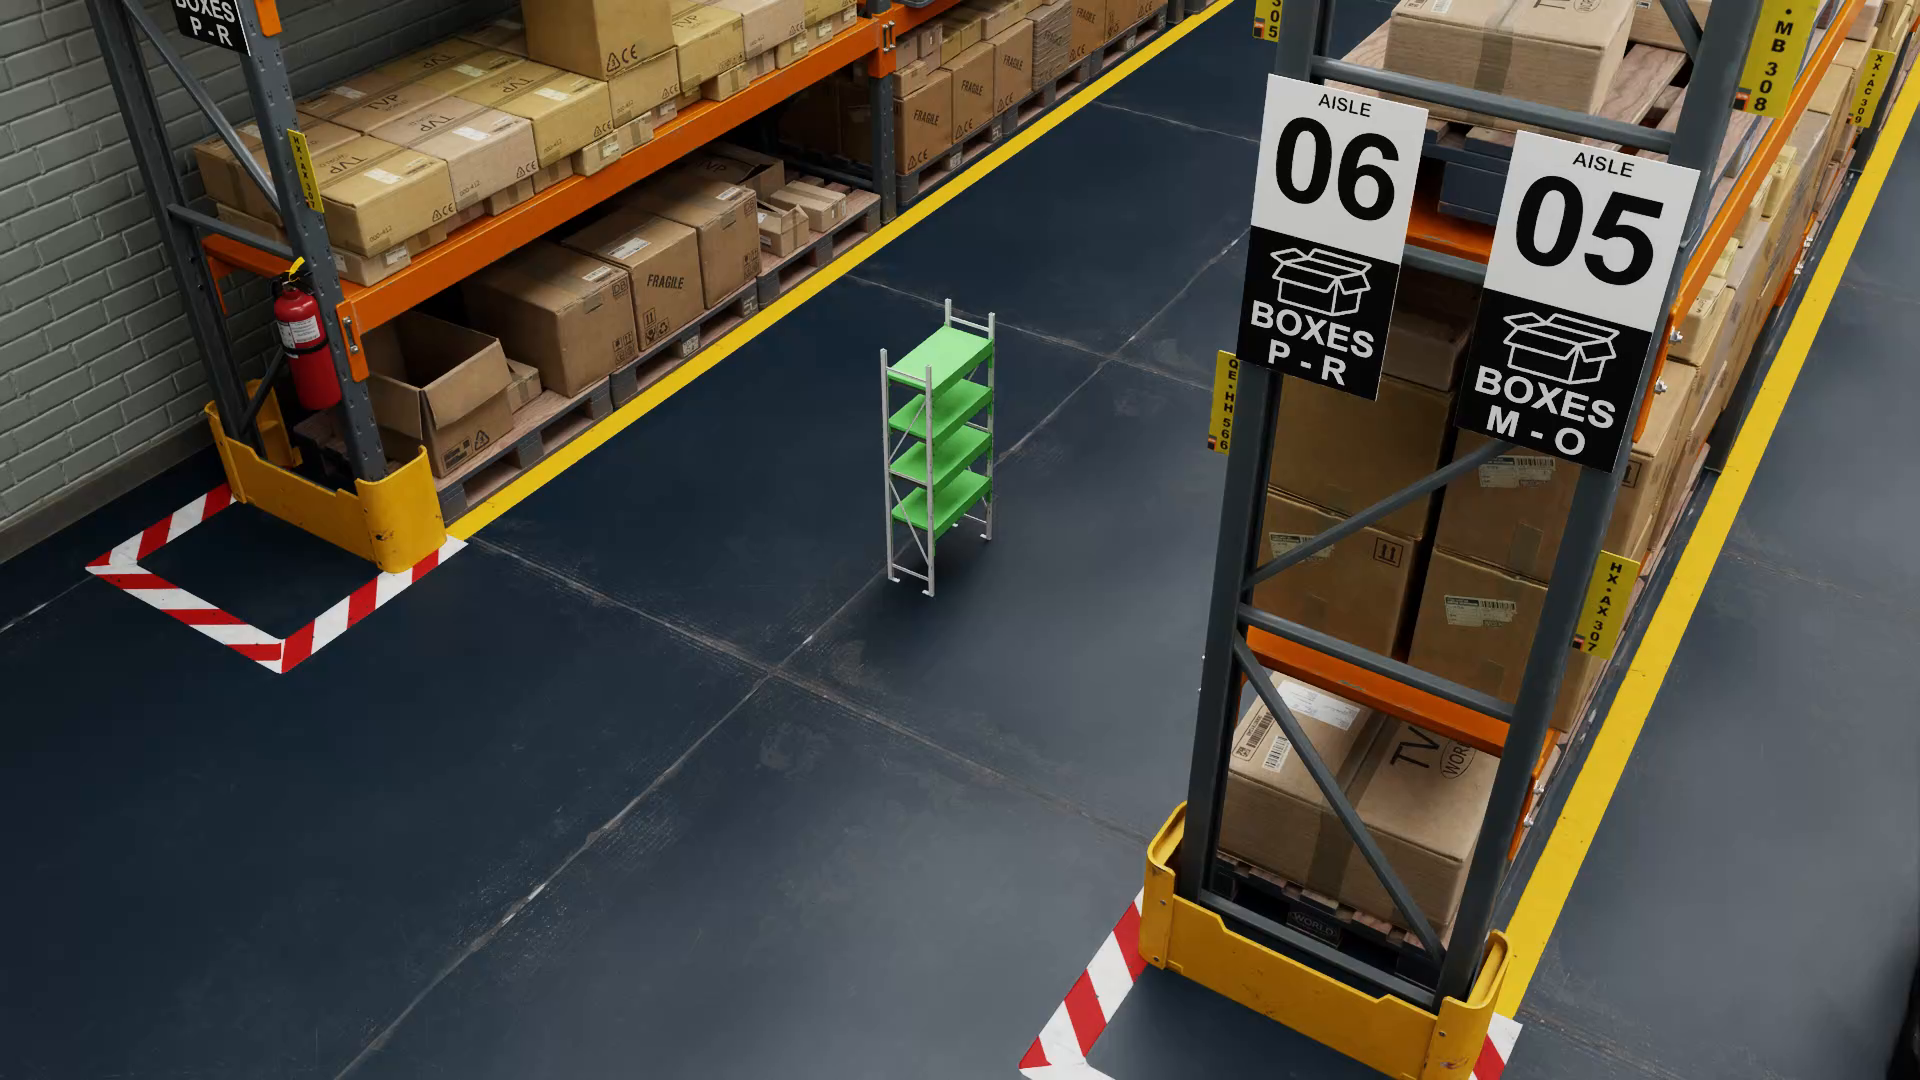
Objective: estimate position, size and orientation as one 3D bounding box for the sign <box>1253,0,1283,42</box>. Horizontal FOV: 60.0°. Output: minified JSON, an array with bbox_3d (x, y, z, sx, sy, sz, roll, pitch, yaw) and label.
[{"bbox_3d":[0.751,-1.331,3.902,0.100,0.325,0.005,21,42,25],"label":"sign"}]

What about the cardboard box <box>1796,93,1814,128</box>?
[{"bbox_3d":[2.850,-1.628,5.972,0.380,0.149,0.250,21,42,25],"label":"cardboard box"}]

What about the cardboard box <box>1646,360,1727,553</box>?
[{"bbox_3d":[2.237,-0.358,5.676,0.500,0.500,0.500,21,42,25],"label":"cardboard box"}]

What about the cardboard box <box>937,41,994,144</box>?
[{"bbox_3d":[-0.122,-2.952,10.826,0.500,0.500,0.500,21,42,25],"label":"cardboard box"}]

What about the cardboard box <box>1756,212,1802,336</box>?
[{"bbox_3d":[3.041,-1.151,6.704,0.500,0.500,0.500,20,42,24],"label":"cardboard box"}]

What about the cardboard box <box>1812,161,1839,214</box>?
[{"bbox_3d":[3.803,-1.782,7.728,0.500,0.250,0.500,20,42,24],"label":"cardboard box"}]

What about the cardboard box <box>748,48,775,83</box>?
[{"bbox_3d":[-1.209,-2.567,8.828,0.380,0.149,0.250,22,43,26],"label":"cardboard box"}]

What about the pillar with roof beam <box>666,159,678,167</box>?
[{"bbox_3d":[1.653,-4.226,5.862,9.100,9.000,0.400,21,42,25],"label":"pillar with roof beam"}]

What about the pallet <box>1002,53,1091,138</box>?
[{"bbox_3d":[0.208,-3.281,11.834,1.003,0.211,1.213,21,42,25],"label":"pallet"}]

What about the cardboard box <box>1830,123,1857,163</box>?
[{"bbox_3d":[3.819,-1.974,7.567,0.500,0.250,0.500,20,42,24],"label":"cardboard box"}]

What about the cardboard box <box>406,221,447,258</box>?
[{"bbox_3d":[-2.486,-1.387,7.298,0.380,0.149,0.250,22,43,26],"label":"cardboard box"}]

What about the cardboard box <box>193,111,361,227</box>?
[{"bbox_3d":[-2.969,-1.643,7.303,0.500,0.250,0.500,22,43,26],"label":"cardboard box"}]

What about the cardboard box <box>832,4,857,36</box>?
[{"bbox_3d":[-0.806,-2.976,9.359,0.380,0.149,0.250,22,43,26],"label":"cardboard box"}]

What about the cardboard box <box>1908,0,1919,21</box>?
[{"bbox_3d":[4.914,-3.033,8.940,0.500,0.250,0.500,20,42,24],"label":"cardboard box"}]

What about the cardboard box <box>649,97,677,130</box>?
[{"bbox_3d":[-1.648,-2.186,8.335,0.380,0.149,0.250,21,42,25],"label":"cardboard box"}]

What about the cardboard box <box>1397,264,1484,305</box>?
[{"bbox_3d":[1.341,-0.721,4.796,0.380,0.149,0.250,22,43,26],"label":"cardboard box"}]

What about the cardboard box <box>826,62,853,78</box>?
[{"bbox_3d":[-0.895,-3.040,10.409,0.380,0.149,0.250,19,42,23],"label":"cardboard box"}]

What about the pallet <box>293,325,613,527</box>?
[{"bbox_3d":[-2.524,-0.606,8.364,1.003,0.211,1.213,21,42,25],"label":"pallet"}]

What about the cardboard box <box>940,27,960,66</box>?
[{"bbox_3d":[-0.221,-3.158,10.562,0.380,0.149,0.250,19,42,23],"label":"cardboard box"}]

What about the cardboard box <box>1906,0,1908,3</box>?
[{"bbox_3d":[4.615,-3.067,8.371,0.500,0.500,0.500,20,42,24],"label":"cardboard box"}]

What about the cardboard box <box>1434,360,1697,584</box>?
[{"bbox_3d":[1.700,-0.229,4.689,0.500,0.500,0.500,20,42,24],"label":"cardboard box"}]

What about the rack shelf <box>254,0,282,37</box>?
[{"bbox_3d":[-1.920,-3.195,7.570,1.077,0.370,4.000,21,42,25],"label":"rack shelf"}]

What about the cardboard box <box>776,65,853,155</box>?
[{"bbox_3d":[-0.835,-2.849,10.692,0.500,0.500,0.500,21,42,25],"label":"cardboard box"}]

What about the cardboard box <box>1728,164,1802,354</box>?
[{"bbox_3d":[2.506,-1.023,5.719,0.500,0.500,0.500,21,42,25],"label":"cardboard box"}]

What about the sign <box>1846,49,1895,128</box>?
[{"bbox_3d":[3.814,-1.894,6.977,0.100,0.325,0.005,21,42,25],"label":"sign"}]

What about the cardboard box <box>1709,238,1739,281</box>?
[{"bbox_3d":[2.068,-0.820,4.925,0.380,0.149,0.250,20,42,24],"label":"cardboard box"}]

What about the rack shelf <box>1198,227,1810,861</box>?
[{"bbox_3d":[2.273,-0.385,6.382,1.077,0.370,4.000,21,42,25],"label":"rack shelf"}]

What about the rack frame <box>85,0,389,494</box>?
[{"bbox_3d":[-2.991,-1.260,6.928,1.000,3.000,0.127,21,42,25],"label":"rack frame"}]

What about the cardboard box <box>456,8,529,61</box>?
[{"bbox_3d":[-2.142,-2.431,8.326,0.500,0.250,0.500,21,42,25],"label":"cardboard box"}]

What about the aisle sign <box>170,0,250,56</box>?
[{"bbox_3d":[-2.780,-2.159,5.964,0.394,0.787,0.004,21,42,25],"label":"aisle sign"}]

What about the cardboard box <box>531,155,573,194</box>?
[{"bbox_3d":[-2.050,-1.783,7.812,0.380,0.149,0.250,22,43,26],"label":"cardboard box"}]

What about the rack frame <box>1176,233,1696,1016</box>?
[{"bbox_3d":[1.202,0.361,4.825,1.000,3.000,0.127,21,42,25],"label":"rack frame"}]

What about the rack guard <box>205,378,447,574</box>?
[{"bbox_3d":[-2.951,-0.310,7.742,1.175,0.500,0.348,21,42,25],"label":"rack guard"}]

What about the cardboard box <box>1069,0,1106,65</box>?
[{"bbox_3d":[0.695,-3.747,11.858,0.500,0.500,0.500,23,43,27],"label":"cardboard box"}]

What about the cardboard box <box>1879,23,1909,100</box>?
[{"bbox_3d":[4.643,-2.563,8.741,0.500,0.250,0.500,20,42,24],"label":"cardboard box"}]

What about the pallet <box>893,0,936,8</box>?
[{"bbox_3d":[-0.328,-3.623,10.150,1.003,0.211,1.213,21,42,25],"label":"pallet"}]

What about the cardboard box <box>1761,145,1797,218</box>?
[{"bbox_3d":[2.492,-1.209,5.430,0.380,0.149,0.250,20,42,24],"label":"cardboard box"}]

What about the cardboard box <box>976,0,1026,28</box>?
[{"bbox_3d":[0.215,-3.547,11.067,0.380,0.149,0.250,23,43,27],"label":"cardboard box"}]

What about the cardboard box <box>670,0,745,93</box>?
[{"bbox_3d":[-1.449,-2.523,8.445,0.500,0.250,0.500,21,42,25],"label":"cardboard box"}]

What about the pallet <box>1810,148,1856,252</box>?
[{"bbox_3d":[5.002,-2.277,10.531,1.003,0.211,1.213,21,42,25],"label":"pallet"}]

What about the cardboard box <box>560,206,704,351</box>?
[{"bbox_3d":[-1.725,-1.389,8.798,0.500,0.500,0.500,22,43,26],"label":"cardboard box"}]

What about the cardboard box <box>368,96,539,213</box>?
[{"bbox_3d":[-2.251,-1.725,7.410,0.500,0.250,0.500,22,43,26],"label":"cardboard box"}]

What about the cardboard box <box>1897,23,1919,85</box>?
[{"bbox_3d":[6.188,-3.560,11.719,0.950,0.372,0.625,20,42,24],"label":"cardboard box"}]

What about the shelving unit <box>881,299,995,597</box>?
[{"bbox_3d":[-0.089,-0.390,7.273,0.258,1.200,0.503,21,42,25],"label":"shelving unit"}]

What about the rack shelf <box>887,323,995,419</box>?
[{"bbox_3d":[-0.089,-0.719,7.019,0.258,0.148,0.480,21,42,25],"label":"rack shelf"}]

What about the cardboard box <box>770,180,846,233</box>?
[{"bbox_3d":[-0.899,-1.977,9.848,0.380,0.149,0.250,20,42,24],"label":"cardboard box"}]

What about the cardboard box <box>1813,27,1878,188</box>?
[{"bbox_3d":[3.325,-1.803,6.731,0.500,0.500,0.500,21,42,25],"label":"cardboard box"}]

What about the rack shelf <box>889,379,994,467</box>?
[{"bbox_3d":[-0.089,-0.529,7.165,0.258,0.148,0.480,21,42,25],"label":"rack shelf"}]

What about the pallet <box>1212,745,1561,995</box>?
[{"bbox_3d":[1.564,1.028,6.244,1.003,0.211,1.213,21,42,25],"label":"pallet"}]

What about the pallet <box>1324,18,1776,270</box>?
[{"bbox_3d":[1.590,-1.178,4.436,1.003,0.211,1.213,21,42,25],"label":"pallet"}]

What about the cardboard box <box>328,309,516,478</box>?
[{"bbox_3d":[-2.584,-0.722,7.931,0.797,0.503,0.637,19,42,23],"label":"cardboard box"}]
